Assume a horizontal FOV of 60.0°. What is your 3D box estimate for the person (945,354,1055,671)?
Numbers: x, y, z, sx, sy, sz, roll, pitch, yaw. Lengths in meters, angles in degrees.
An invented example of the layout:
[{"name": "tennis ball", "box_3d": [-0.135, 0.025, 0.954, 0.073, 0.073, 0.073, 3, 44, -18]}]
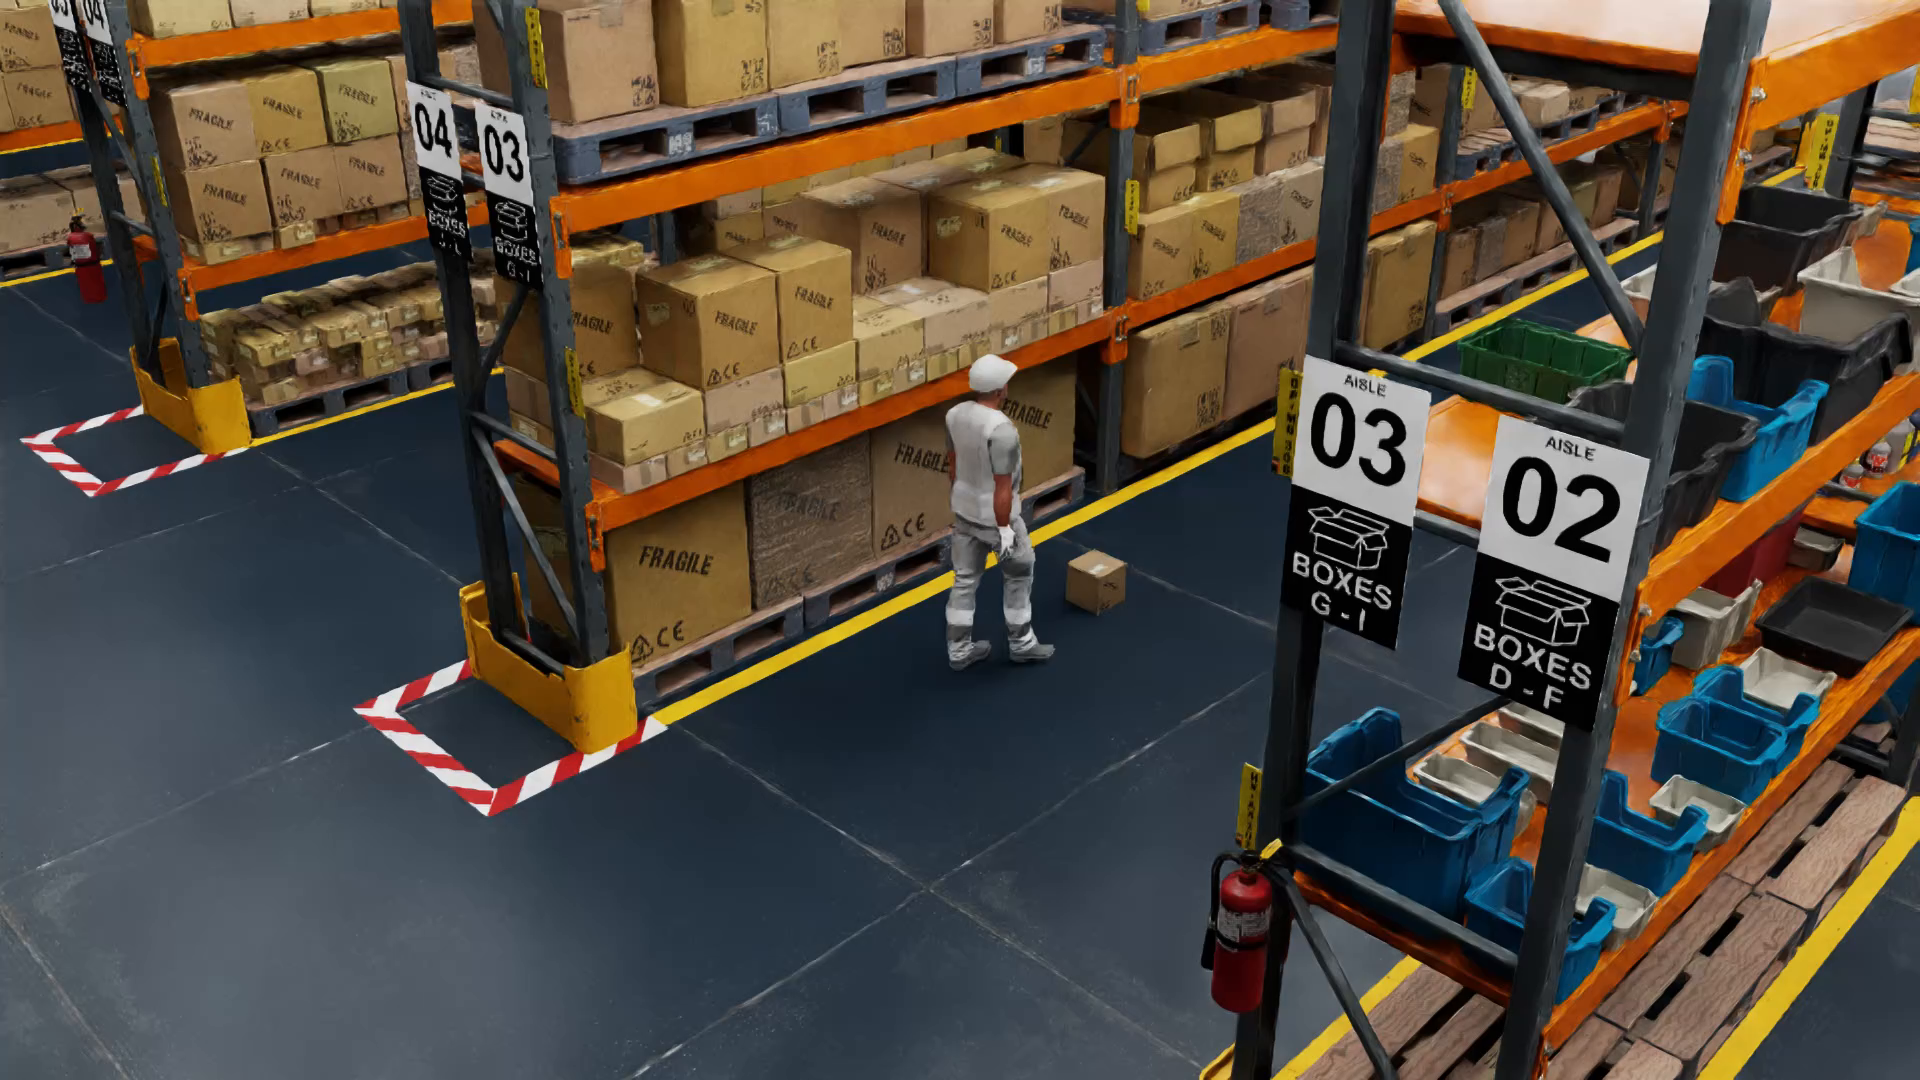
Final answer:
[{"name": "person", "box_3d": [0.182, -0.150, 8.880, 0.586, 1.805, 0.544, -24, 36, -38]}]
